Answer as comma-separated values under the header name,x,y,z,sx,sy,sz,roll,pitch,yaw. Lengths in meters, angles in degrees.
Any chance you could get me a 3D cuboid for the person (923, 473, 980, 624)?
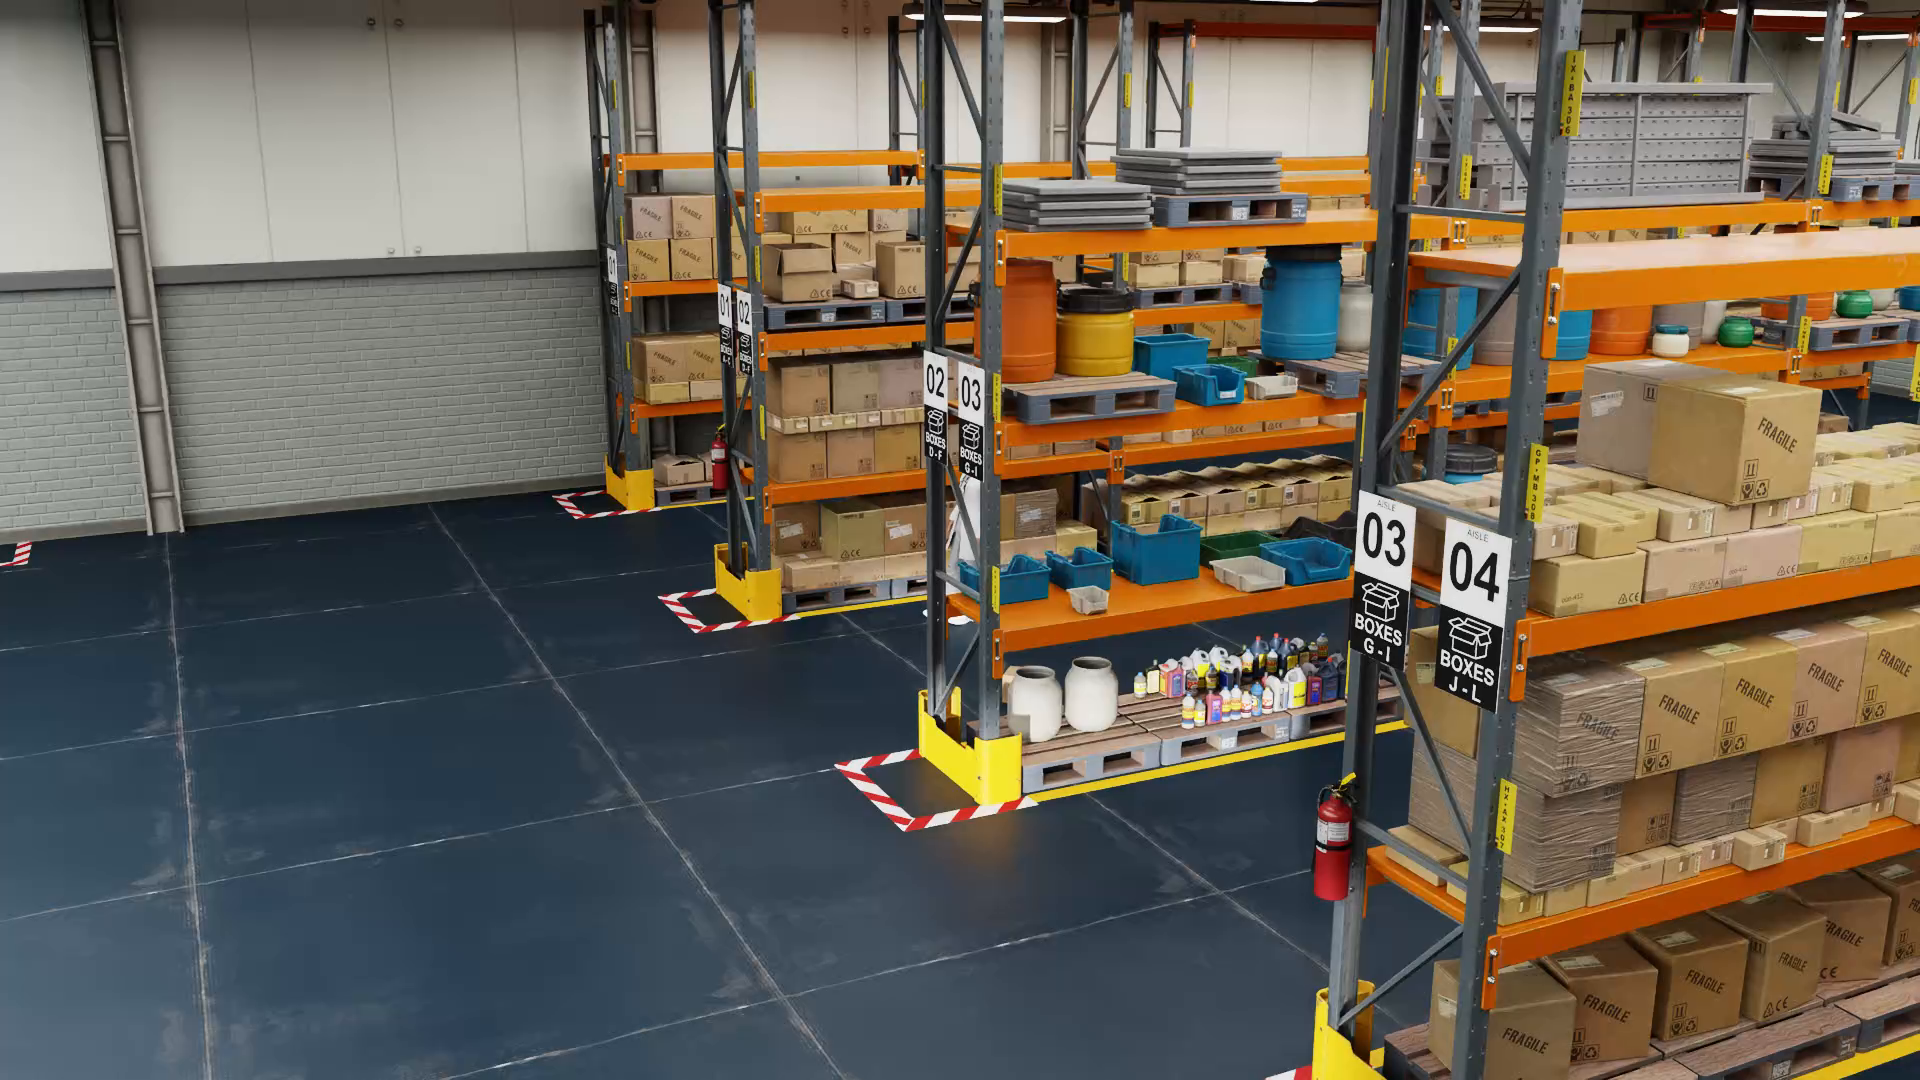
name,x,y,z,sx,sy,sz,roll,pitch,yaw
person,0.018,-0.024,16.113,0.578,1.700,0.698,-7,17,-25
